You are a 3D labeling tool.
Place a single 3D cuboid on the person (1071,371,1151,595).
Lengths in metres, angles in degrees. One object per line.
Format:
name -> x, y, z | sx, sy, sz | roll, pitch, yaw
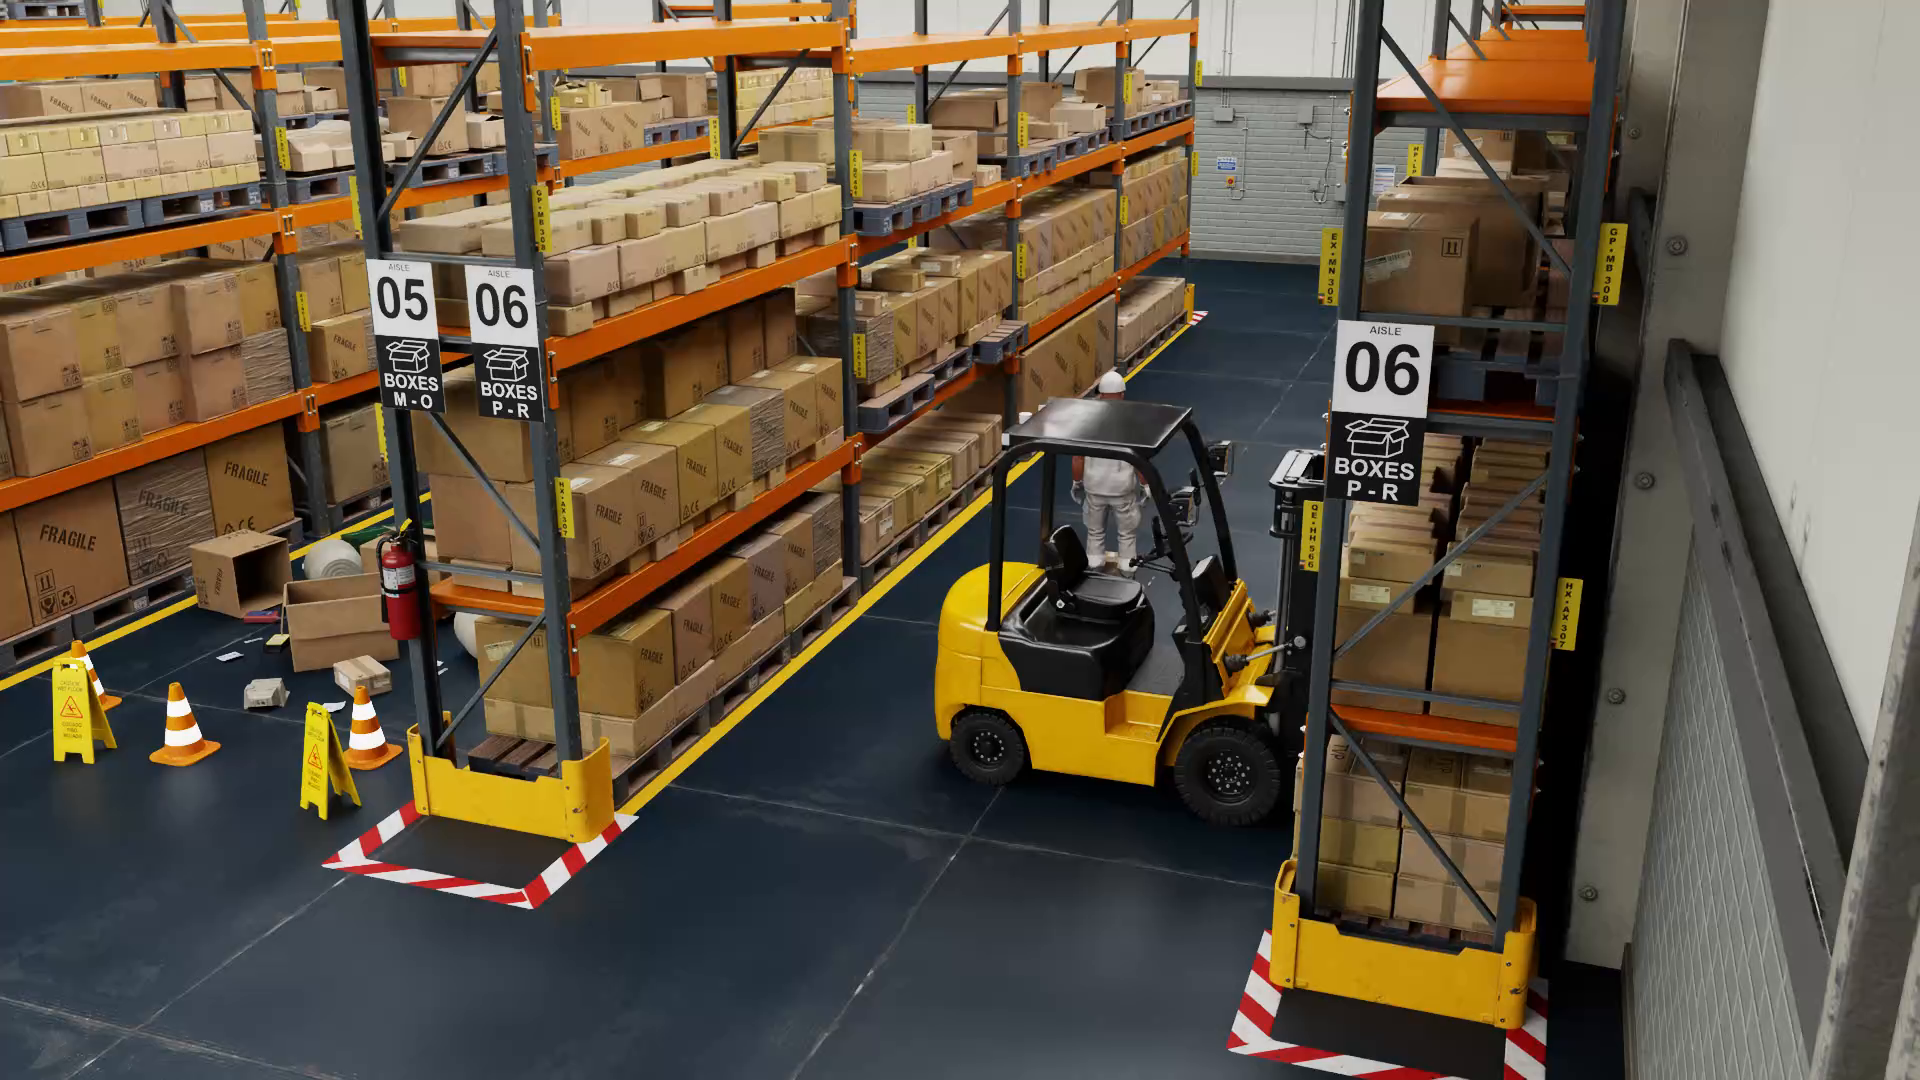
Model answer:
person -> 1.155, -0.403, 12.746 | 0.617, 1.778, 0.452 | 5, 19, 15
